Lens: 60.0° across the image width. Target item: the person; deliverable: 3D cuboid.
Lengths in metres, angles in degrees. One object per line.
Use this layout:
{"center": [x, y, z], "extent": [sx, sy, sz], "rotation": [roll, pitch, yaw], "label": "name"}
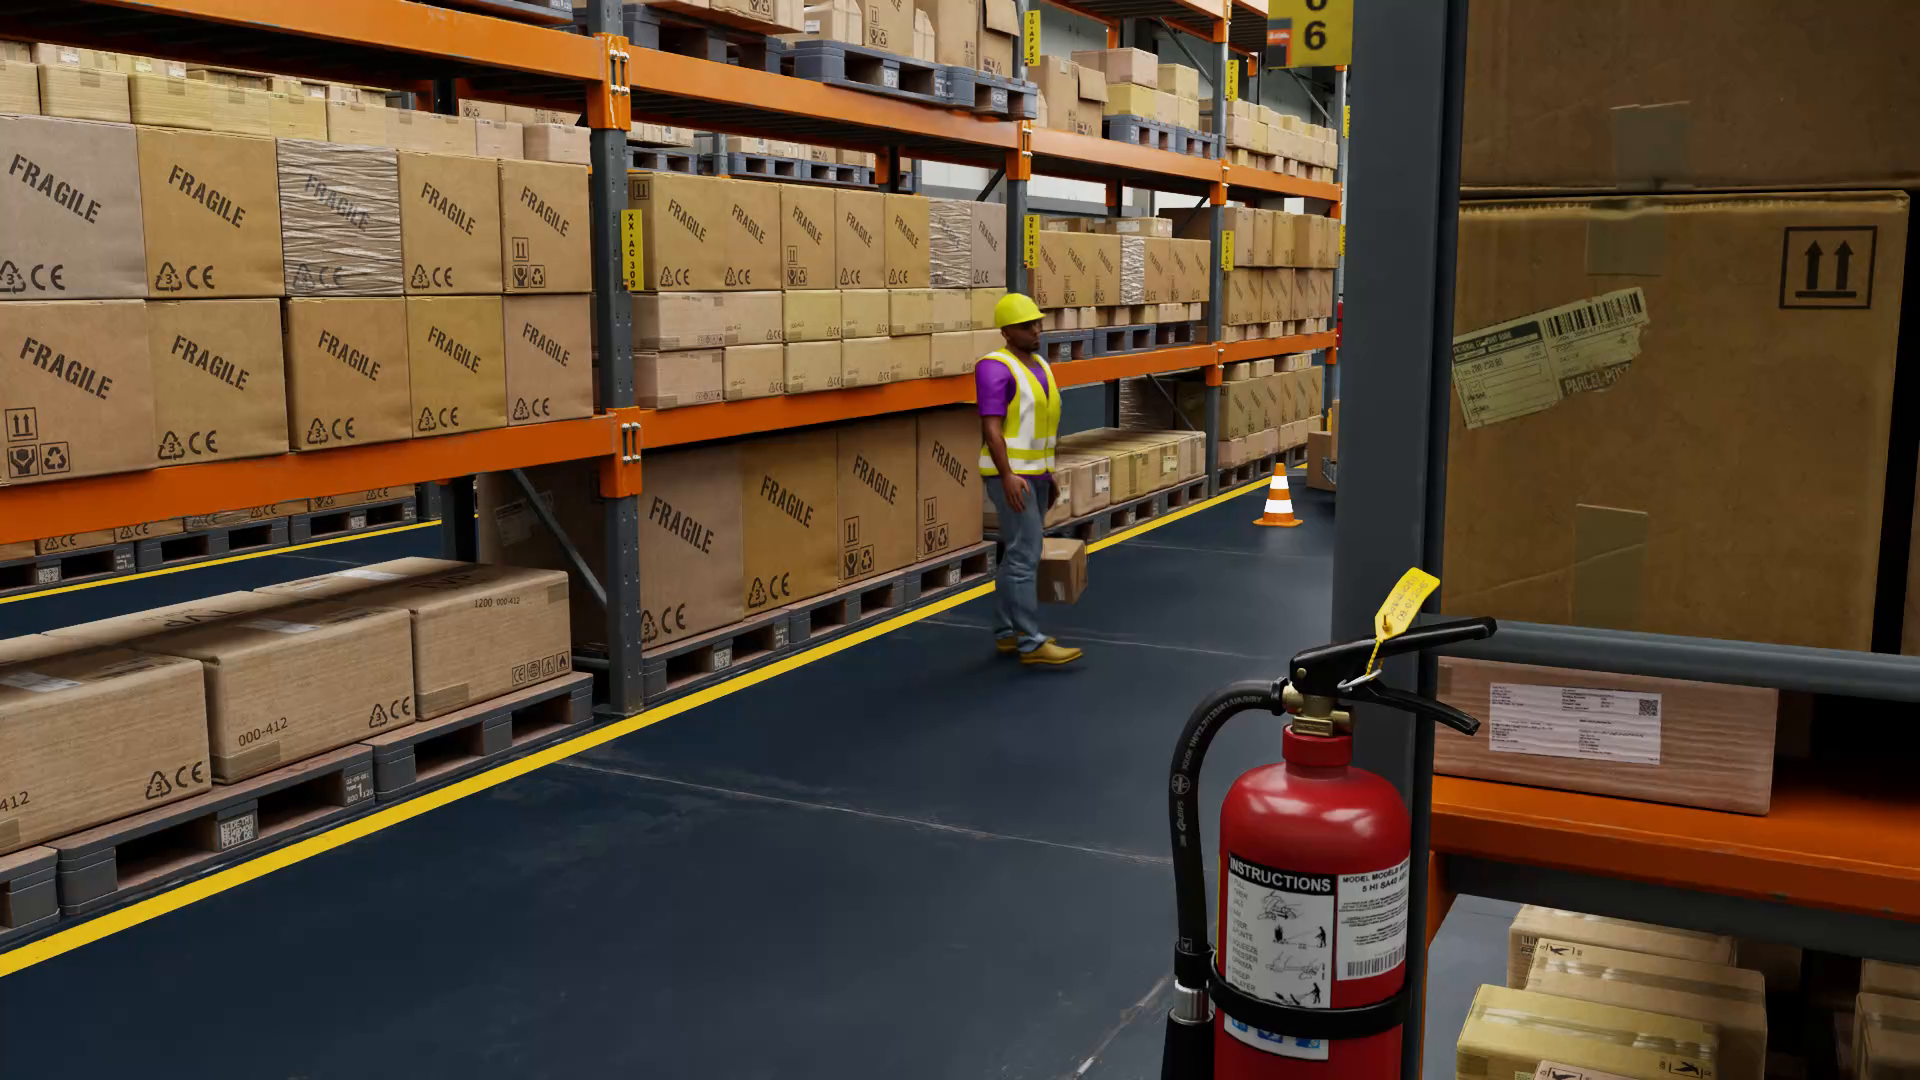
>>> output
{"center": [0.375, -0.292, 7.973], "extent": [0.549, 1.765, 0.632], "rotation": [4, 10, 26], "label": "person"}
